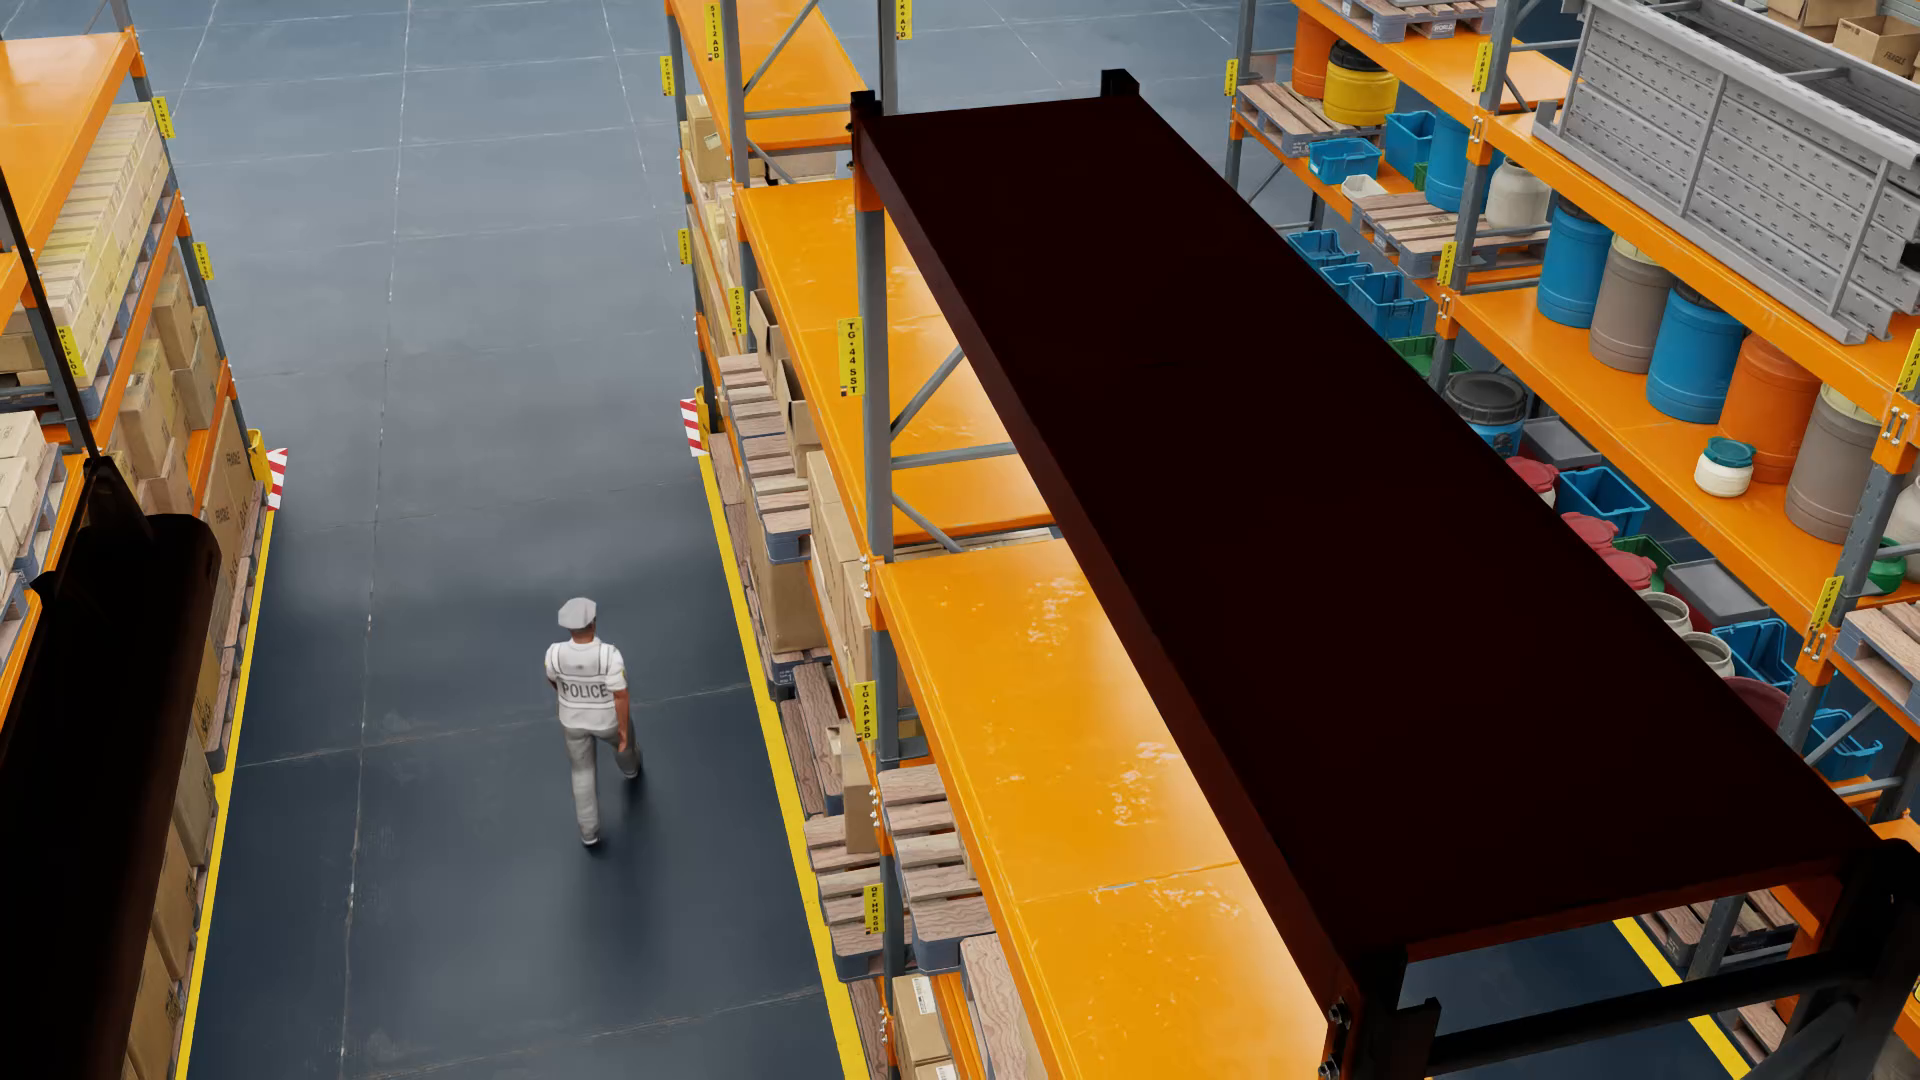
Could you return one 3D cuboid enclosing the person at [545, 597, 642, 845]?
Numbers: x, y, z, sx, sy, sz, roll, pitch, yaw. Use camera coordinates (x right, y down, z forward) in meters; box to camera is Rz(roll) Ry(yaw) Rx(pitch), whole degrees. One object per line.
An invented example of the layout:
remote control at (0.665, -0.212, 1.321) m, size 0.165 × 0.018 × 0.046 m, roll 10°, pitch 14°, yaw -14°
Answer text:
person at (-2.404, 1.067, 10.978) m, size 0.550 × 1.707 × 1.000 m, roll -1°, pitch 34°, yaw -1°
